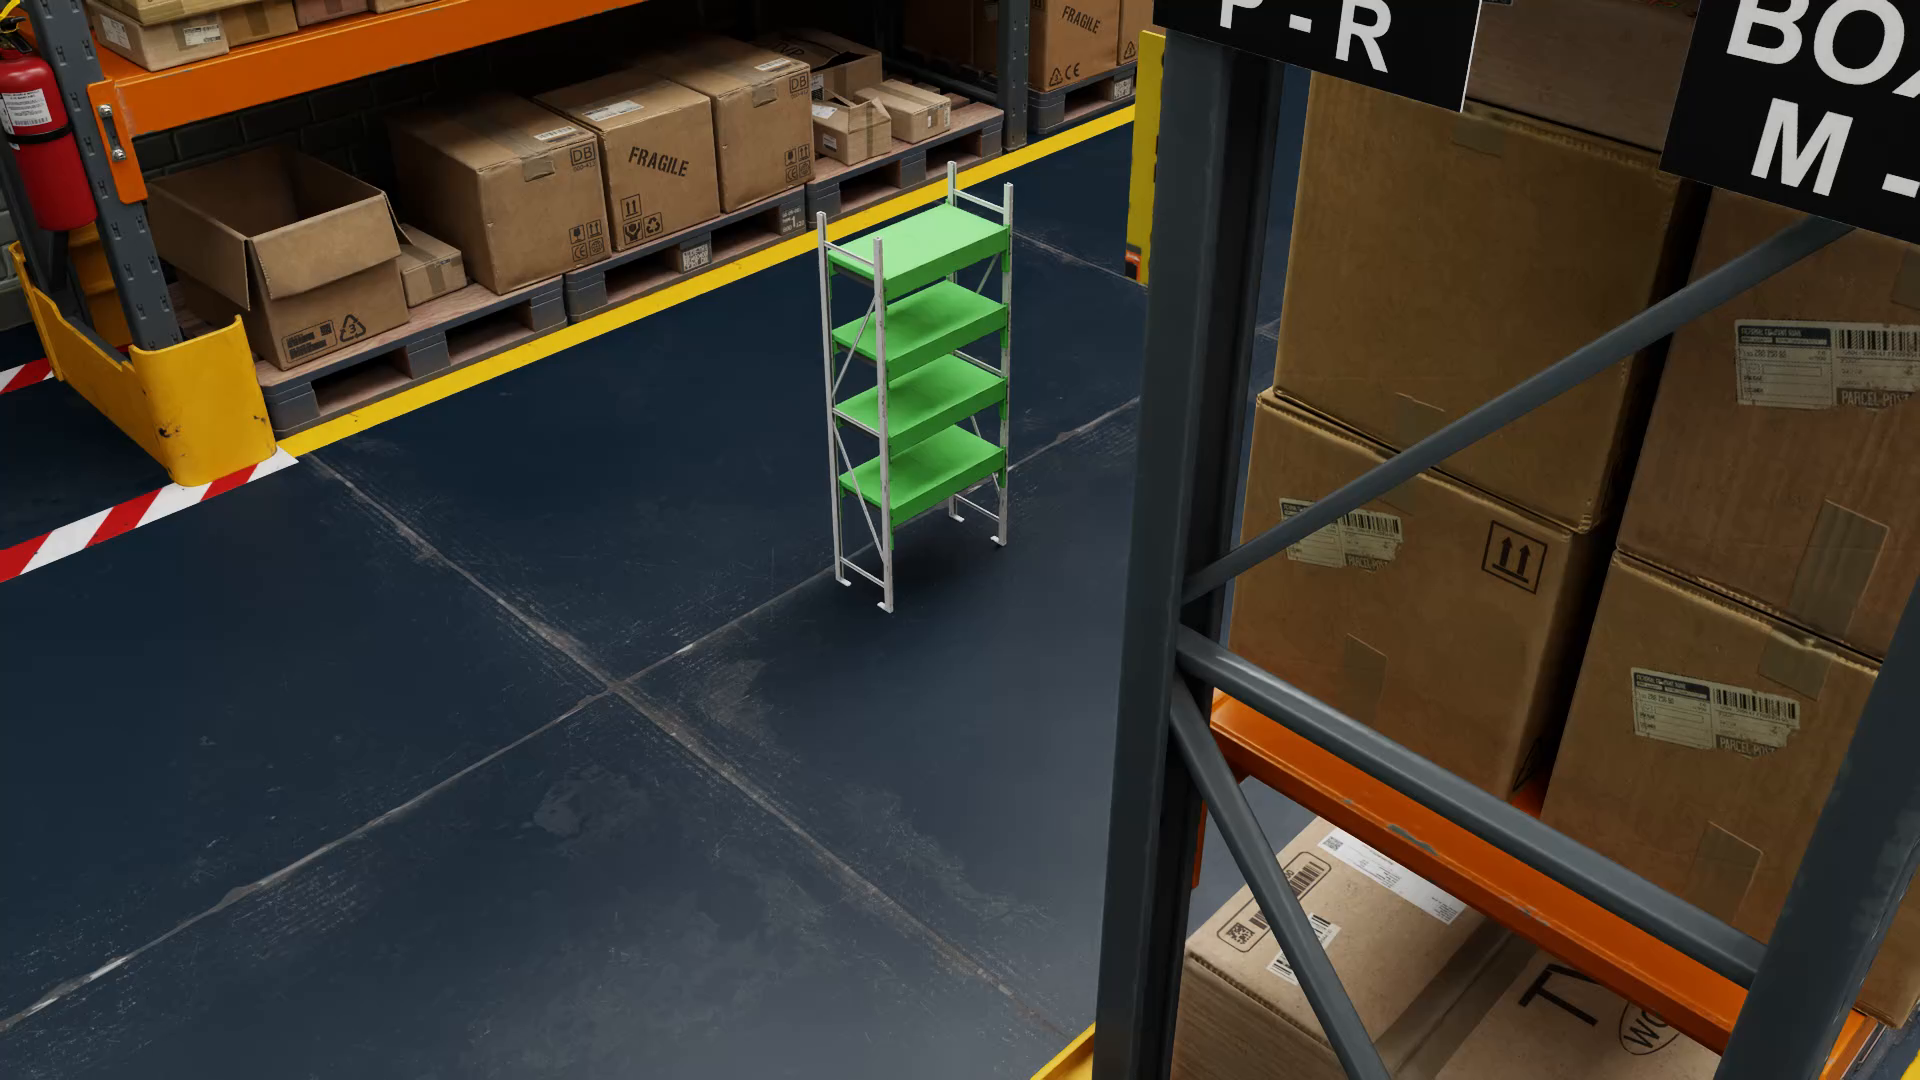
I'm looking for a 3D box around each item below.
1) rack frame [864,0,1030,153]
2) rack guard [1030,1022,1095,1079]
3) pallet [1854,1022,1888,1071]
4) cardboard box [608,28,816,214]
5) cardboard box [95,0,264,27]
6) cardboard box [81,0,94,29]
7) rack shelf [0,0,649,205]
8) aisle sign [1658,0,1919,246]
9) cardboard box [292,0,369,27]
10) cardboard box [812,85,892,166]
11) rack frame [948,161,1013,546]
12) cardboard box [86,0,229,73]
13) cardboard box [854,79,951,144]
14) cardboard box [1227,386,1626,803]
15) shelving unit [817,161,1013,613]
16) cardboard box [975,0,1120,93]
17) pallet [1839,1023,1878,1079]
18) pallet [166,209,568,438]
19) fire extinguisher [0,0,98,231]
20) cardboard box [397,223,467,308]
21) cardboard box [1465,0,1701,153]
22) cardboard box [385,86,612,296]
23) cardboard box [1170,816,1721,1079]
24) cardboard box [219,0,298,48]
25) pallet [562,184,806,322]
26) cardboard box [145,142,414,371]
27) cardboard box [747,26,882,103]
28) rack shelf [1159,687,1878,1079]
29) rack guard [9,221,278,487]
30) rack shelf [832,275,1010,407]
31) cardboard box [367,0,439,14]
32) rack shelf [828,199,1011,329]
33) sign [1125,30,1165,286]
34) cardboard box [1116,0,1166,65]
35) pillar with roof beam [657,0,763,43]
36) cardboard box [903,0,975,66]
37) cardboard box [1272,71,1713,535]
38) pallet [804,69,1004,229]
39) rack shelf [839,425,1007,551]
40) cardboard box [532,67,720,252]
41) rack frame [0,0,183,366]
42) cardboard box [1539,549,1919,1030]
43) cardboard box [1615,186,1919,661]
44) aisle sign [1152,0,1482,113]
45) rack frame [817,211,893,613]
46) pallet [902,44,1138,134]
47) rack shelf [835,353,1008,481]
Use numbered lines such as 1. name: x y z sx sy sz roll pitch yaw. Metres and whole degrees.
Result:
1. rack frame: -0.078 -3.288 7.342 1.000 3.000 0.127 30 45 35
2. rack guard: 0.612 1.370 2.849 1.175 0.500 0.348 30 45 35
3. pallet: 1.996 0.630 4.163 1.003 0.211 1.213 30 45 35
4. cardboard box: -1.037 -1.774 6.989 0.700 0.500 0.500 28 43 34
5. cardboard box: -2.385 -1.800 5.080 0.500 0.250 0.500 -30 45 -35
6. cardboard box: -2.853 -1.804 5.434 0.380 0.149 0.250 29 44 35
7. rack shelf: -1.487 -2.181 6.384 1.077 0.370 4.000 30 45 35
8. aisle sign: 0.784 -0.585 1.194 0.394 0.787 0.004 30 45 35
9. cardboard box: -2.163 -1.827 5.466 0.380 0.149 0.250 29 44 35
10. cardboard box: -0.513 -1.849 7.302 0.258 0.266 0.396 -28 44 -34
11. rack frame: 0.055 -0.524 4.952 0.240 1.200 0.015 30 45 35
12. cardboard box: -2.470 -1.584 5.119 0.380 0.149 0.250 29 44 35
13. cardboard box: -0.262 -1.946 7.544 0.380 0.149 0.250 28 44 34
14. cardboard box: 0.781 -0.009 2.553 0.500 0.500 0.500 -30 45 -35
15. shelving unit: -0.117 -0.425 4.810 0.258 1.200 0.503 30 45 35
16. cardboard box: 0.423 -2.541 8.089 0.500 0.500 0.500 -28 43 -34
17. pallet: 1.137 1.123 3.456 1.003 0.211 1.213 30 45 35
18. pallet: -2.282 -0.875 6.321 1.003 0.211 1.213 30 45 35
19. fire extinguisher: -2.672 -1.233 4.790 0.296 0.674 0.183 30 45 35
20. cardboard box: -2.071 -1.034 6.235 0.380 0.149 0.250 28 43 34
21. cardboard box: 0.740 -0.609 1.972 0.250 0.149 0.380 -29 44 -35
22. cardboard box: -1.768 -1.352 6.385 0.500 0.500 0.700 -28 44 -34
23. cardboard box: 1.023 0.905 3.202 0.875 0.438 0.875 28 44 34
24. cardboard box: -2.323 -1.706 5.293 0.250 0.149 0.380 -29 44 -35
25. pallet: -1.422 -1.368 7.027 1.003 0.211 1.213 30 45 35
26. cardboard box: -2.398 -1.023 5.909 0.797 0.503 0.637 28 43 34
27. cardboard box: -0.711 -2.184 7.743 0.500 0.311 0.500 -28 44 -34
28. rack shelf: 2.038 -0.182 3.517 1.077 0.370 4.000 30 45 35
29. rack guard: -2.843 -0.670 5.773 1.175 0.500 0.348 30 45 35
30. rack shelf: -0.117 -0.569 4.710 0.258 0.148 0.480 30 45 35
31. cardboard box: -1.941 -1.904 5.578 0.250 0.149 0.380 -28 44 -34
32. rack shelf: -0.117 -0.766 4.572 0.258 0.148 0.480 30 45 35
33. sign: 0.254 -0.462 2.070 0.100 0.325 0.005 30 45 35
34. cardboard box: 0.791 -2.761 8.404 0.500 0.500 0.500 29 44 35
35. pillar with roof beam: 1.847 -4.094 3.254 9.100 9.000 0.400 30 45 35
36. cardboard box: 0.058 -2.753 8.394 0.500 0.500 0.500 29 44 35
37. cardboard box: 0.800 -0.408 2.251 0.500 0.500 0.500 -28 44 -34
38. pallet: -0.562 -1.866 7.741 1.003 0.211 1.213 30 45 35
39. rack shelf: -0.117 -0.176 4.984 0.258 0.148 0.480 30 45 35
40. cardboard box: -1.325 -1.527 6.635 0.500 0.500 0.500 -29 44 -35
41. rack frame: -2.896 -1.664 5.014 1.000 3.000 0.127 30 45 35
42. cardboard box: 1.171 0.215 2.232 0.500 0.500 0.500 29 44 35
43. cardboard box: 1.169 -0.196 1.948 0.500 0.500 0.500 28 44 34
44. aisle sign: 0.358 -0.827 1.541 0.394 0.787 0.004 30 45 35
45. rack frame: -0.289 -0.326 4.668 0.240 1.200 0.015 30 45 35
46. pallet: 0.468 -2.489 8.635 1.003 0.211 1.213 30 45 35
47. rack shelf: -0.117 -0.373 4.847 0.258 0.148 0.480 30 45 35
